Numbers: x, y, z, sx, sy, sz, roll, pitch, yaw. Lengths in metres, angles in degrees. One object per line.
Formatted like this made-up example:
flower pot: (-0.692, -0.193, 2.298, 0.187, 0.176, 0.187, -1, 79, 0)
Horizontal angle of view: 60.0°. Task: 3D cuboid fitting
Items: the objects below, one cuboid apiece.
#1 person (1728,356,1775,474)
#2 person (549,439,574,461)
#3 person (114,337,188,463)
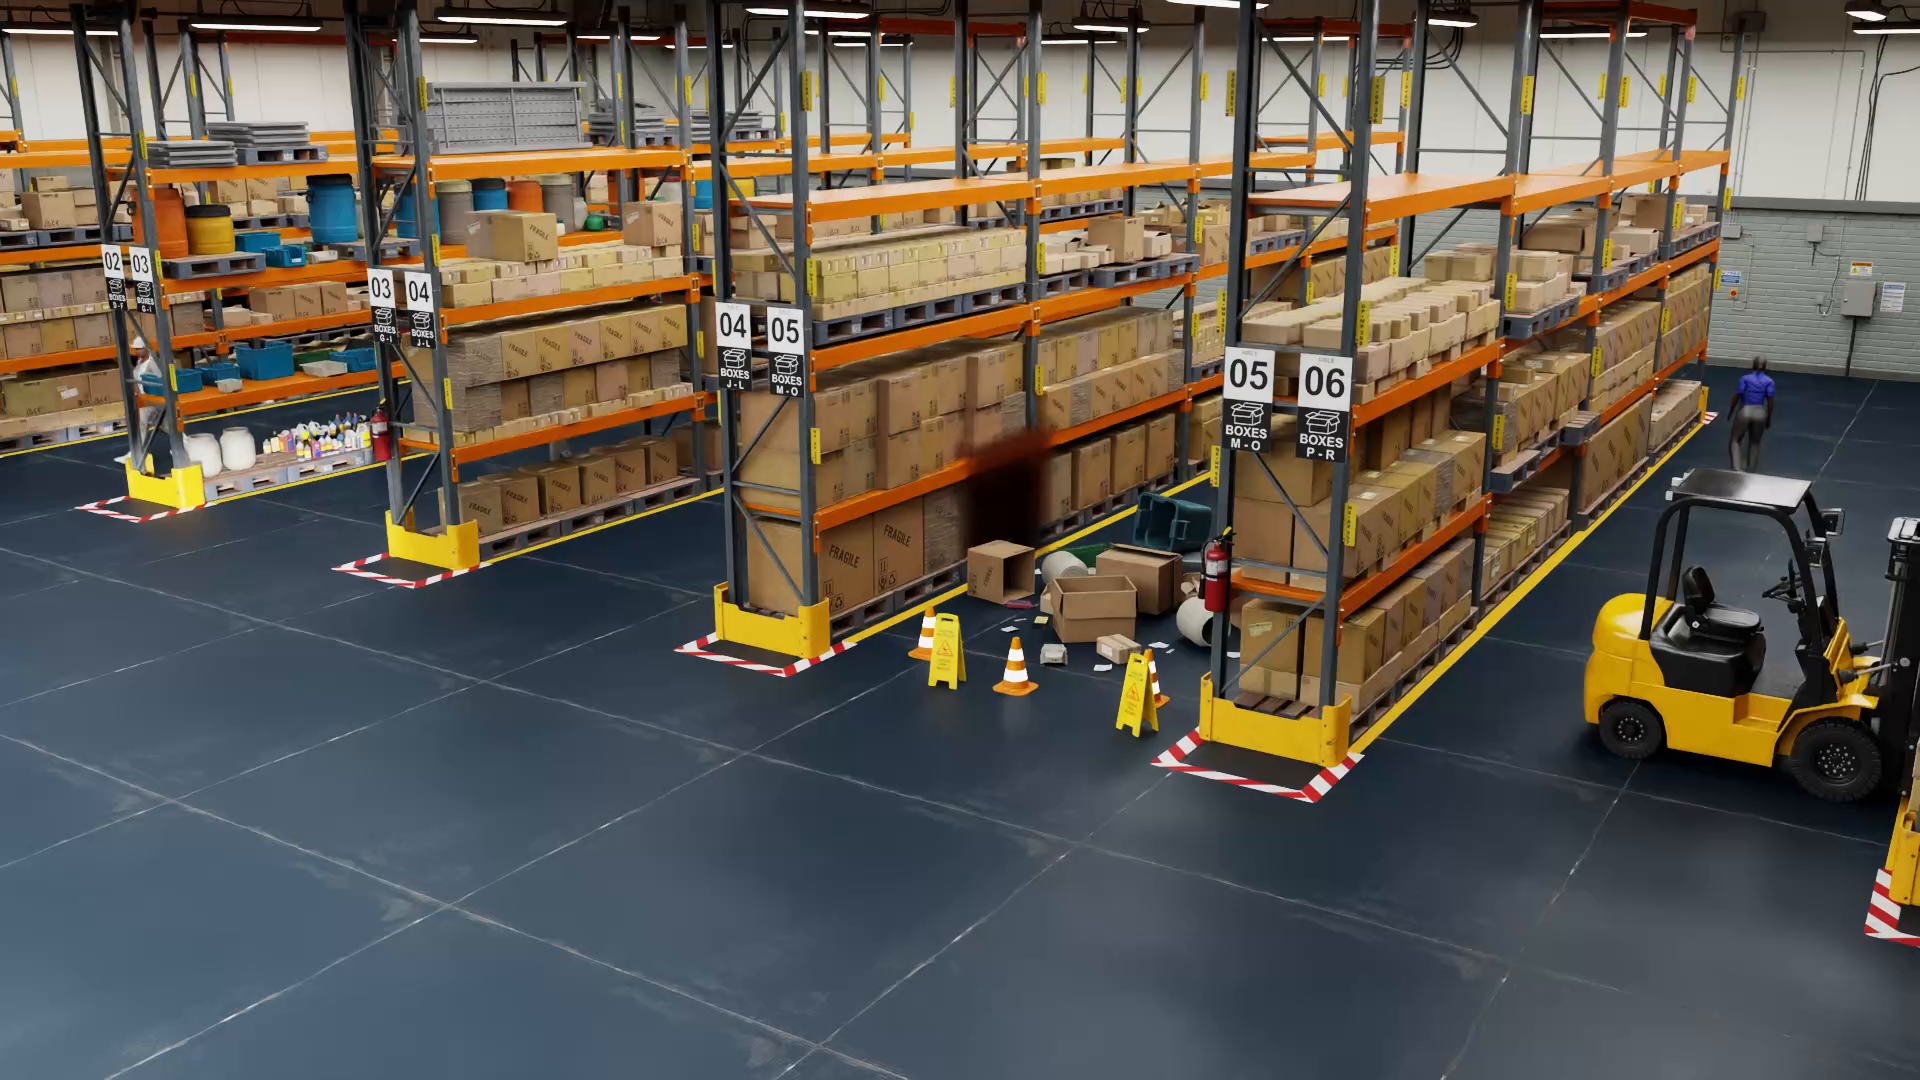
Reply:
person: (10.437, -1.588, 21.919, 0.518, 1.644, 0.578, 4, 16, 15)
person: (-5.419, -1.731, 22.463, 0.560, 1.694, 0.636, 8, 17, 27)
person: (-11.236, -1.954, 23.000, 1.055, 1.717, 0.548, -11, 19, -34)
